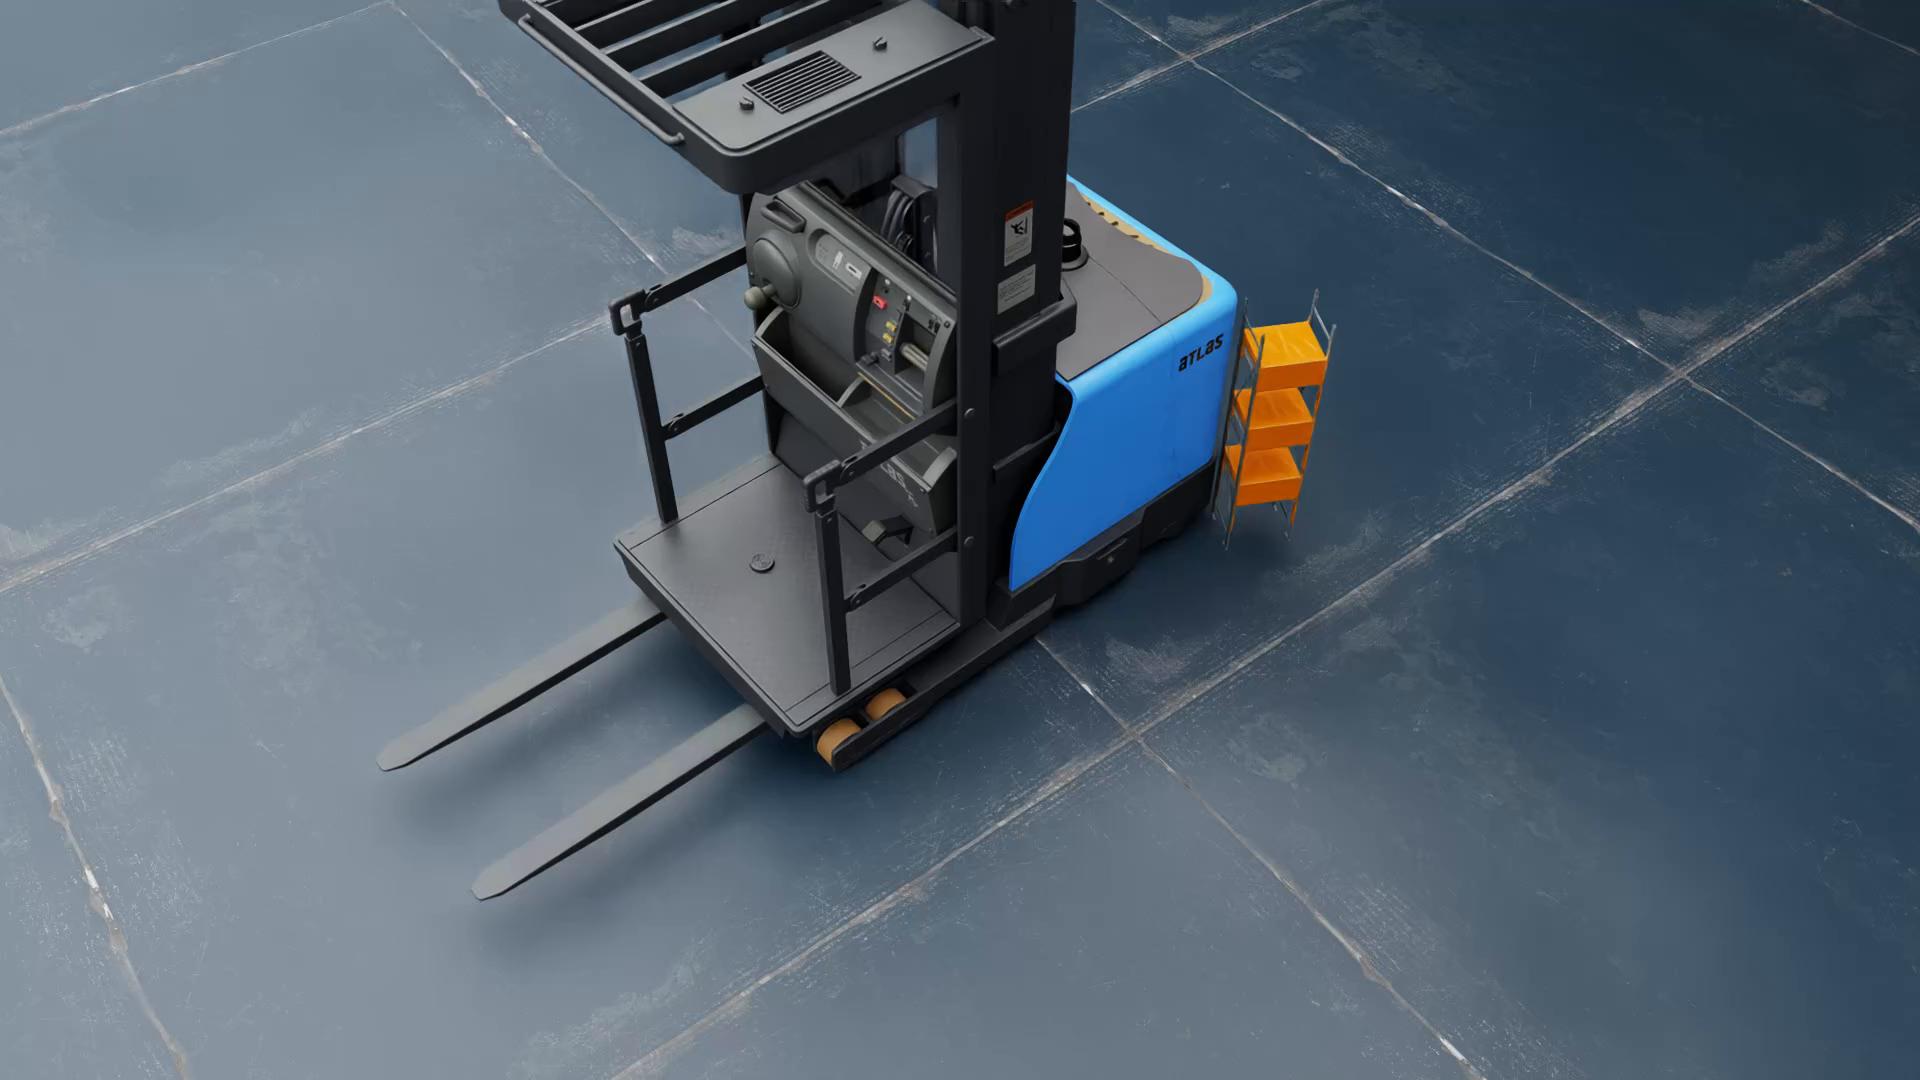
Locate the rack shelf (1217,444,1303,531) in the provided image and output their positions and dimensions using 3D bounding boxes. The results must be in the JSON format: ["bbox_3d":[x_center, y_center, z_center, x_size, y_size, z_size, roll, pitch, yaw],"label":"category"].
[{"bbox_3d":[1.098,-0.209,6.121,0.240,0.259,0.215,-8,48,-7],"label":"rack shelf"}]

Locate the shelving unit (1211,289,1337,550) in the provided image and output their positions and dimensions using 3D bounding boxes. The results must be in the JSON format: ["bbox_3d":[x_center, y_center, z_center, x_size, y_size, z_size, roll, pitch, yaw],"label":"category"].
[{"bbox_3d":[1.098,-0.403,5.907,0.252,1.050,0.215,-8,48,-7],"label":"shelving unit"}]

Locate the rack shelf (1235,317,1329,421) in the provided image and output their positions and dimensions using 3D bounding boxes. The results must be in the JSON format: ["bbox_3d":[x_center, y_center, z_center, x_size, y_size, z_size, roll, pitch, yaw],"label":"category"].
[{"bbox_3d":[1.098,-0.587,5.704,0.240,0.259,0.215,-8,48,-7],"label":"rack shelf"}]

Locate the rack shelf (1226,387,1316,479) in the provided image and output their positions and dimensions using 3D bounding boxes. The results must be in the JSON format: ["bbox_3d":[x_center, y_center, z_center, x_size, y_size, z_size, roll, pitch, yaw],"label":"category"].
[{"bbox_3d":[1.098,-0.396,5.915,0.240,0.259,0.215,-8,48,-7],"label":"rack shelf"}]

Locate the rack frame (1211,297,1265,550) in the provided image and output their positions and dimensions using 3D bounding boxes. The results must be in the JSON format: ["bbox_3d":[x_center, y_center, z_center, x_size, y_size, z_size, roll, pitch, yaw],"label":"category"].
[{"bbox_3d":[0.978,-0.387,5.892,0.008,1.050,0.200,-8,48,-7],"label":"rack frame"}]

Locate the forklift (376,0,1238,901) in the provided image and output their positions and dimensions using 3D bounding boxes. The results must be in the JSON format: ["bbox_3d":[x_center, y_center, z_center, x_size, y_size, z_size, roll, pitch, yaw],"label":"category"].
[{"bbox_3d":[-0.500,-0.670,4.879,3.031,2.935,1.130,-32,55,-26],"label":"forklift"}]

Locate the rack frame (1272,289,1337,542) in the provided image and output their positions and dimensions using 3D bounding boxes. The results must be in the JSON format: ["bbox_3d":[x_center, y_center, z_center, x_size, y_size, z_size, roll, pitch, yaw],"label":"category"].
[{"bbox_3d":[1.218,-0.419,5.921,0.008,1.050,0.200,-8,48,-7],"label":"rack frame"}]
